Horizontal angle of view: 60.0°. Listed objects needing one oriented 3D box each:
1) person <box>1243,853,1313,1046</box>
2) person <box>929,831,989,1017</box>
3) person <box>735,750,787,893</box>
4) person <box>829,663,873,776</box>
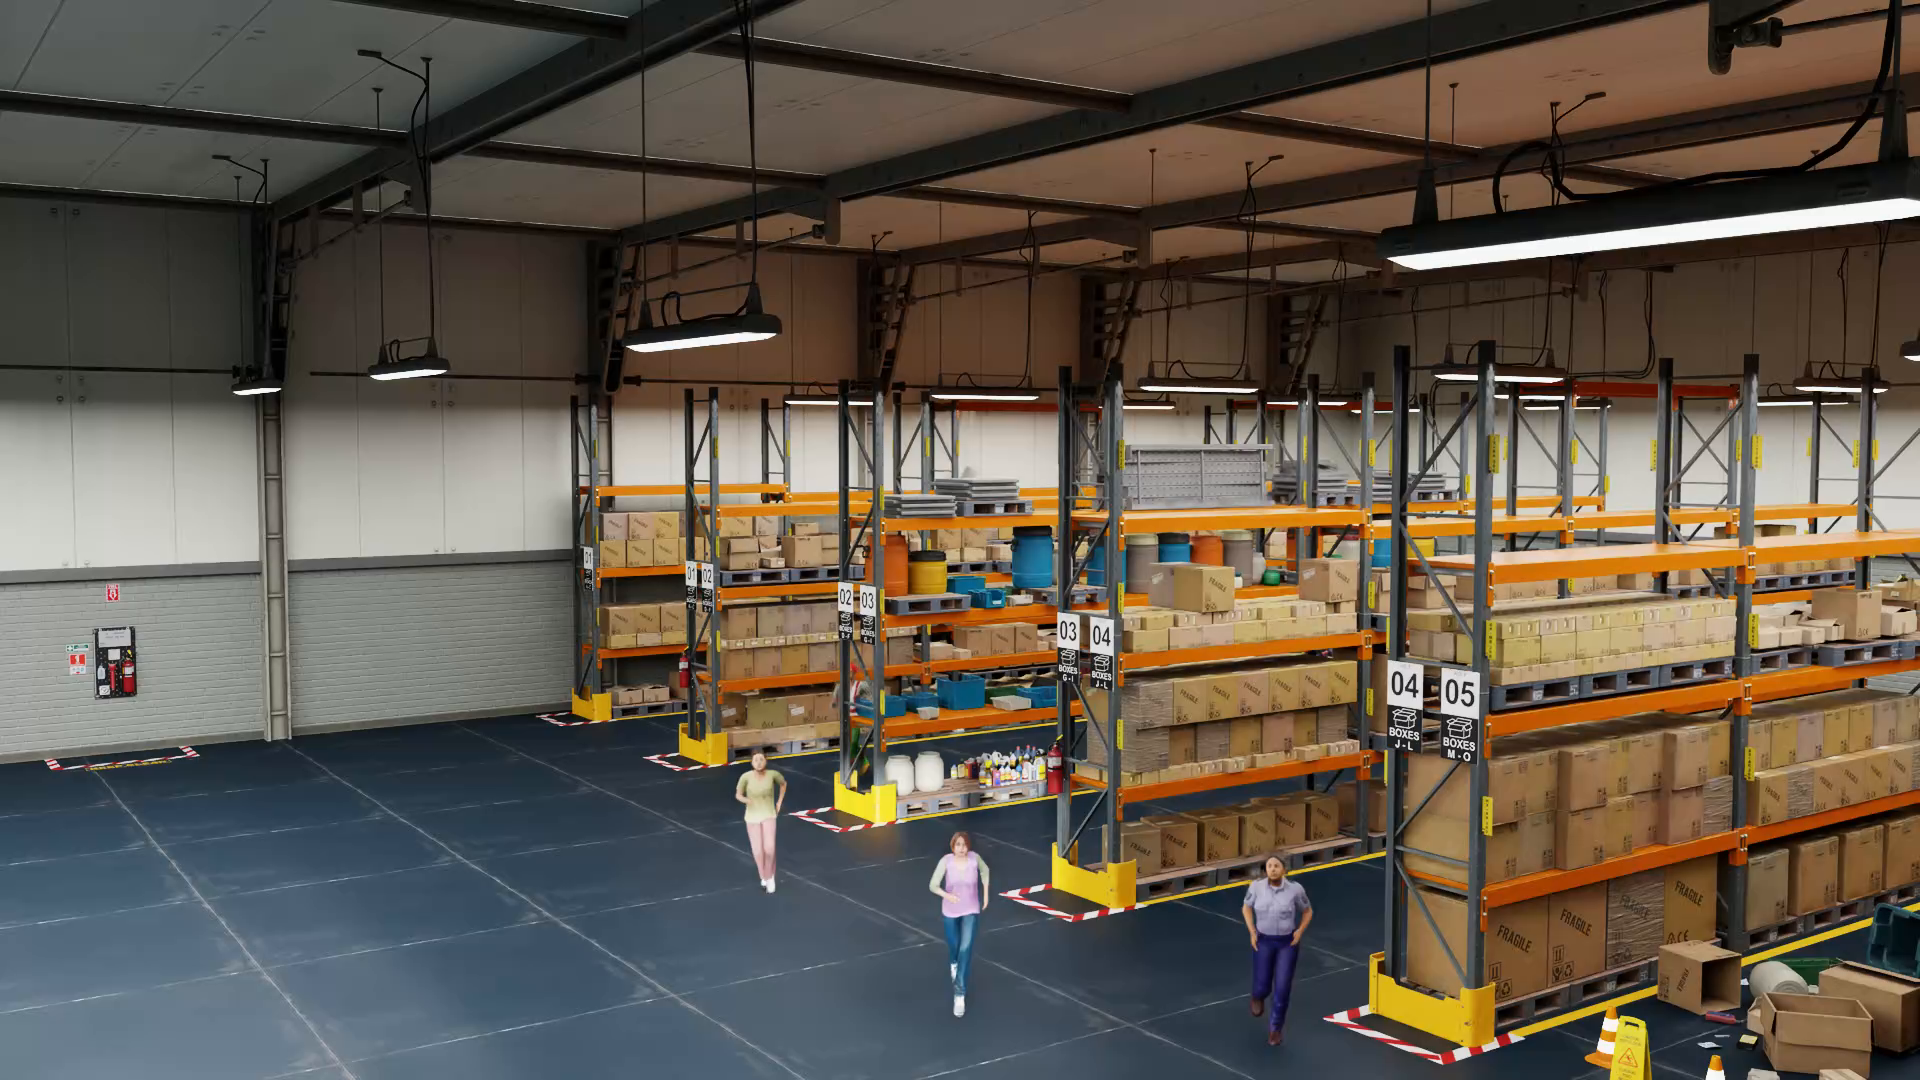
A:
[{"bbox_3d":[2.751,3.505,14.409,0.604,1.625,0.605,1,4,13],"label":"person"},{"bbox_3d":[-0.002,3.446,15.305,0.563,1.606,0.908,0,3,-3],"label":"person"},{"bbox_3d":[-2.271,3.193,18.957,0.570,1.636,0.689,0,3,-2],"label":"person"},{"bbox_3d":[-1.641,2.739,25.000,0.647,1.803,0.950,2,4,33],"label":"person"}]
